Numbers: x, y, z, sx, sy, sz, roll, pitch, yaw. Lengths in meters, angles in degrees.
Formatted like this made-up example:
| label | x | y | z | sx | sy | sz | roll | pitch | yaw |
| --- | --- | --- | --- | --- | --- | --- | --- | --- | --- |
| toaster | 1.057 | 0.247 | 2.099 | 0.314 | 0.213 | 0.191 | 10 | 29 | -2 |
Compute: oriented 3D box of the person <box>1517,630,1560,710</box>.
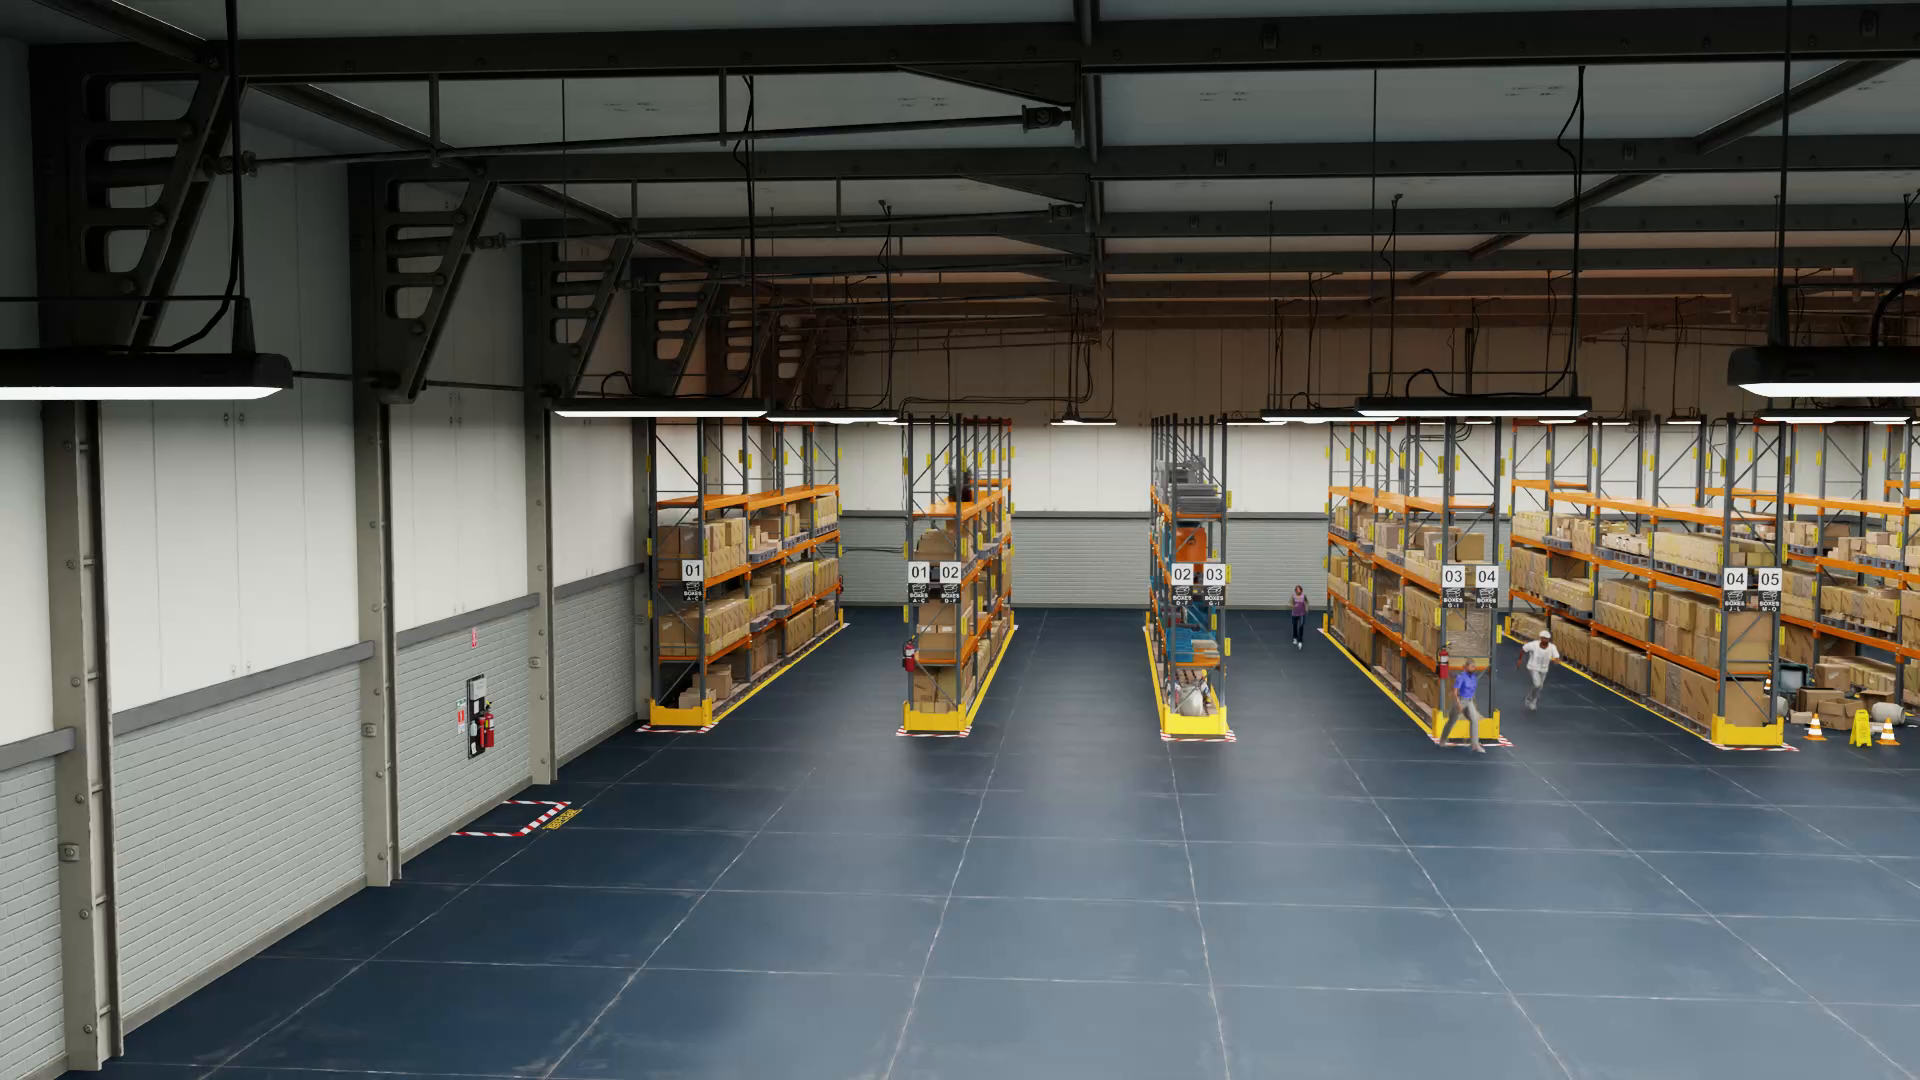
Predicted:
| label | x | y | z | sx | sy | sz | roll | pitch | yaw |
| --- | --- | --- | --- | --- | --- | --- | --- | --- | --- |
| person | 11.705 | 2.621 | 33.623 | 0.721 | 1.624 | 0.988 | -1 | 4 | -9 |

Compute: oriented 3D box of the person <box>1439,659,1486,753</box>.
| label | x | y | z | sx | sy | sz | roll | pitch | yaw |
| --- | --- | --- | --- | --- | --- | --- | --- | --- | --- |
| person | 8.897 | 2.905 | 29.364 | 0.578 | 1.593 | 0.919 | -2 | 5 | -32 |

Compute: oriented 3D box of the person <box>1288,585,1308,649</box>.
| label | x | y | z | sx | sy | sz | roll | pitch | yaw |
| --- | --- | --- | --- | --- | --- | --- | --- | --- | --- |
| person | 8.829 | 1.985 | 43.406 | 0.528 | 1.626 | 0.809 | 1 | 4 | 10 |

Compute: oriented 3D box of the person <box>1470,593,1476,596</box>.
| label | x | y | z | sx | sy | sz | roll | pitch | yaw |
| --- | --- | --- | --- | --- | --- | --- | --- | --- | --- |
| person | 14.672 | 1.745 | 47.010 | 0.684 | 1.654 | 0.676 | 2 | 4 | 22 |
